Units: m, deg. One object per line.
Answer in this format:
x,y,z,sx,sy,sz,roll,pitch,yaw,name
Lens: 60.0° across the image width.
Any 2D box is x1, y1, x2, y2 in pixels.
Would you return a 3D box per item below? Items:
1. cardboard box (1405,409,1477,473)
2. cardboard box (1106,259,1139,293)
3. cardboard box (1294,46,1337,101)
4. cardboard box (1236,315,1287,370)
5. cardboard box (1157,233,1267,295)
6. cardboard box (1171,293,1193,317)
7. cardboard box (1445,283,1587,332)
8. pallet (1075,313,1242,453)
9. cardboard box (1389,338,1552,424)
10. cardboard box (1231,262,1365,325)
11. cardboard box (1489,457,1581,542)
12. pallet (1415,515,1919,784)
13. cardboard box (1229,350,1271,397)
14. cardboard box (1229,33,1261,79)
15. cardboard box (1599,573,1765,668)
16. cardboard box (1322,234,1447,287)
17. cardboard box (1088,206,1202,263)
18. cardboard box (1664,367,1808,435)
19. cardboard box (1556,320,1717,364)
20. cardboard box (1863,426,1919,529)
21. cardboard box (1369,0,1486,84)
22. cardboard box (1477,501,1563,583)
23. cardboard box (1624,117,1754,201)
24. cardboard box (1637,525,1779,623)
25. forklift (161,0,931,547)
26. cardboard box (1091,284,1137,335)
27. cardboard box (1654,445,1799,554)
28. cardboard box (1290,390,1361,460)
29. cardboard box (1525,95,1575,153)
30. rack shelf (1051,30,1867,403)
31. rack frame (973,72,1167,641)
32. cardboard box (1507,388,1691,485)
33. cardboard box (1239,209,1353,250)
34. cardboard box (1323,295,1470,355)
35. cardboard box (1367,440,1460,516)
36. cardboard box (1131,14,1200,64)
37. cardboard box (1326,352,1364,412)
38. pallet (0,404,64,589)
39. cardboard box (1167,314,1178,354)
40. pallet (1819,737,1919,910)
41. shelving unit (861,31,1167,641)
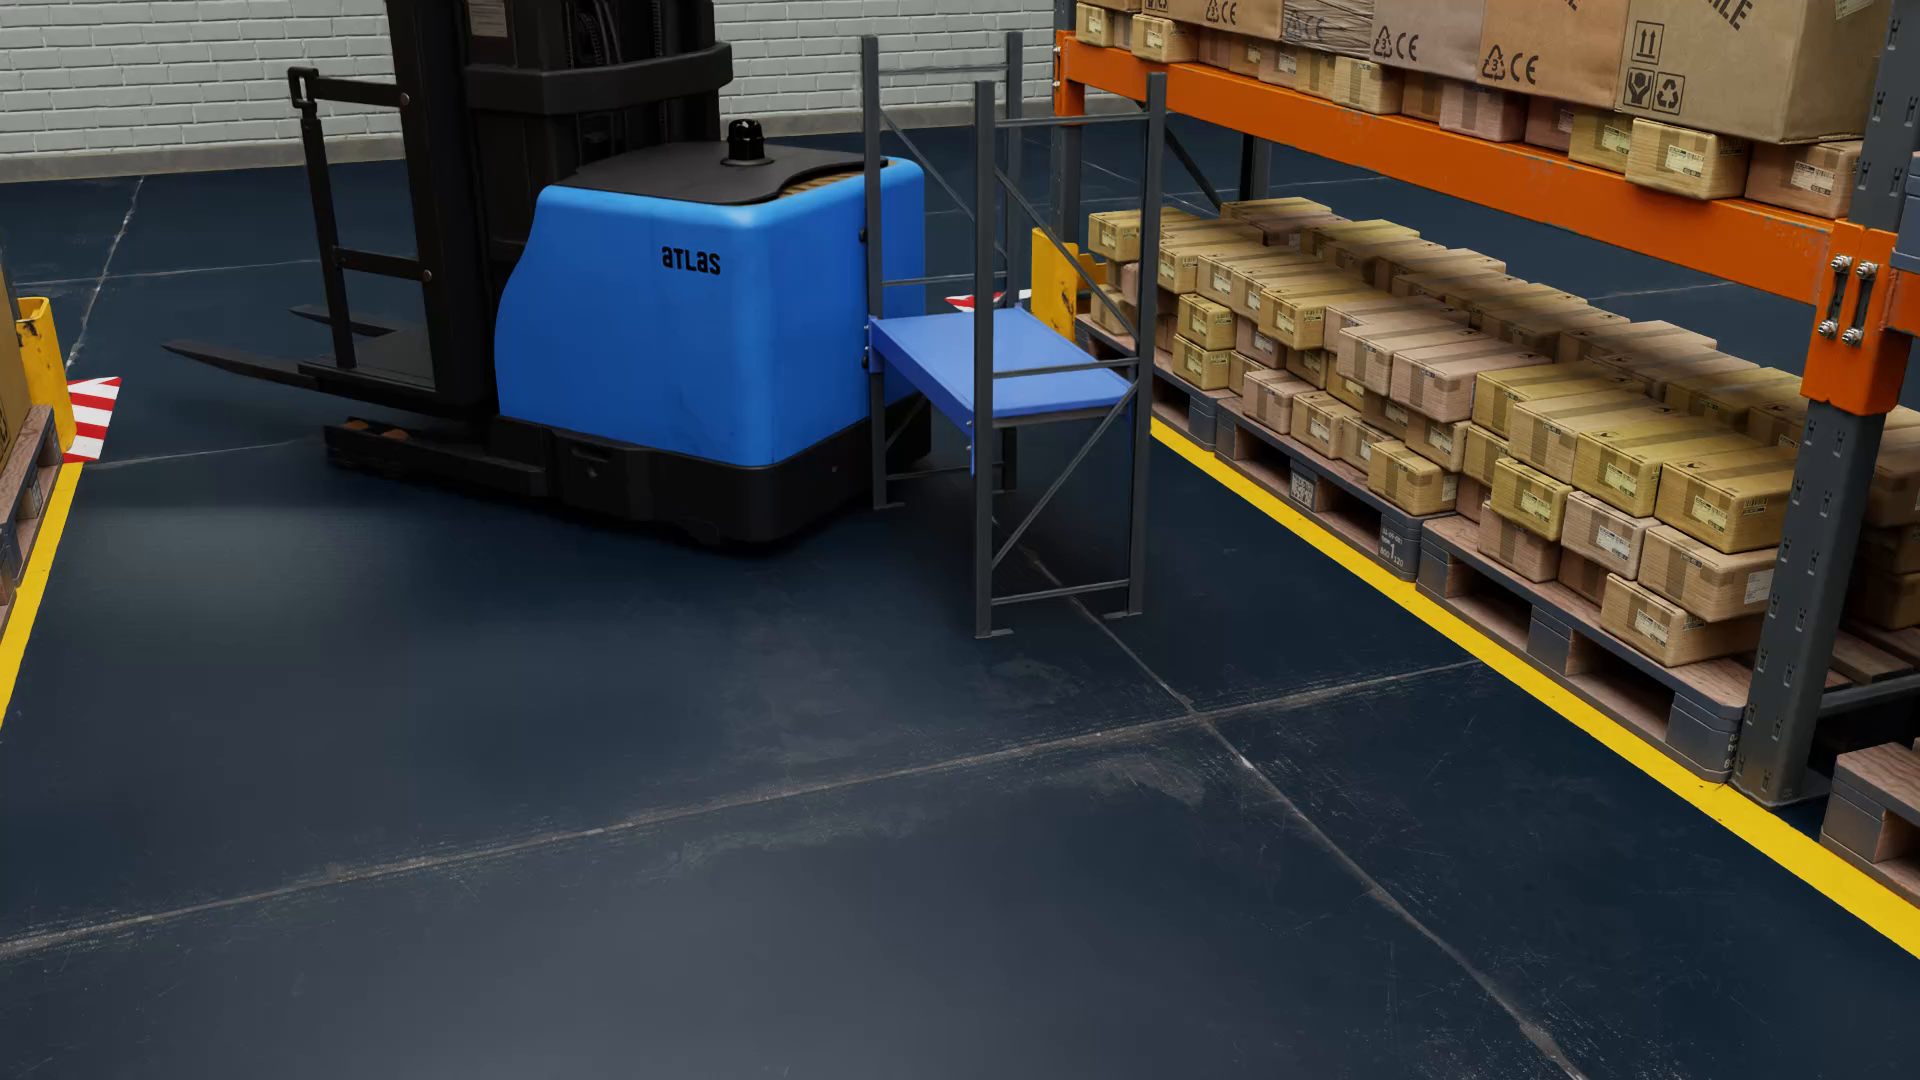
1.552,-0.328,4.913,0.380,0.149,0.250,-8,24,-18,cardboard box
0.816,-1.099,6.742,0.380,0.149,0.250,-7,24,-17,cardboard box
1.277,-1.469,5.198,0.380,0.149,0.250,-7,24,-17,cardboard box
1.201,-0.723,5.851,0.380,0.149,0.250,-10,25,-22,cardboard box
0.917,-1.032,6.200,0.380,0.149,0.250,-8,24,-19,cardboard box
1.029,-0.915,6.305,0.380,0.149,0.250,-8,24,-18,cardboard box
1.828,-0.733,5.491,0.380,0.149,0.250,-8,24,-19,cardboard box
1.152,-0.695,6.627,1.003,0.211,1.213,-8,24,-19,pallet
1.492,-0.469,4.865,0.380,0.149,0.250,-10,25,-22,cardboard box
1.171,-0.851,5.771,0.380,0.149,0.250,-7,24,-17,cardboard box
1.657,-0.133,4.452,0.380,0.149,0.250,-9,25,-21,cardboard box
2.013,0.192,4.524,1.003,0.211,1.213,-8,24,-19,pallet
1.187,-0.592,5.923,0.380,0.149,0.250,-8,24,-19,cardboard box
1.145,-1.660,5.650,0.380,0.149,0.250,-9,24,-20,cardboard box
1.827,0.170,4.114,0.380,0.149,0.250,-8,24,-18,cardboard box
1.572,-1.025,6.185,0.380,0.149,0.250,-9,25,-21,cardboard box
0.738,-1.225,6.657,0.380,0.149,0.250,-10,25,-21,cardboard box
2.179,-0.355,4.594,0.380,0.149,0.250,-9,24,-20,cardboard box
2.052,-0.550,5.058,0.380,0.149,0.250,-8,24,-18,cardboard box
2.356,-0.162,4.136,0.380,0.149,0.250,-7,24,-17,cardboard box
1.492,-1.544,4.540,0.500,0.500,0.500,-8,24,-19,cardboard box
1.659,-0.023,4.572,0.380,0.149,0.250,-9,25,-21,cardboard box
1.771,-0.889,3.820,0.380,0.149,0.250,-9,24,-20,cardboard box
1.875,0.058,3.997,0.380,0.149,0.250,-8,24,-18,cardboard box
-1.638,-1.729,5.579,3.031,2.935,1.130,12,26,27,forklift
0.756,-0.953,6.779,0.380,0.149,0.250,-8,24,-18,cardboard box
1.915,-0.102,3.993,0.380,0.149,0.250,-8,24,-17,cardboard box
1.315,-0.393,5.450,0.380,0.149,0.250,-8,24,-19,cardboard box
1.706,-1.097,4.314,0.380,0.149,0.250,-9,24,-20,cardboard box
1.577,-1.249,5.278,1.077,0.370,4.000,-8,24,-19,rack shelf
0.277,-0.449,4.385,0.500,1.500,0.032,-8,24,-17,rack frame
1.693,-0.279,4.413,0.380,0.149,0.250,-9,24,-19,cardboard box
1.330,-1.205,6.610,0.380,0.149,0.250,-8,24,-18,cardboard box
1.400,-0.671,5.344,0.380,0.149,0.250,-8,24,-19,cardboard box
1.461,-0.206,5.006,0.380,0.149,0.250,-8,24,-19,cardboard box
0.852,-1.837,6.070,0.380,0.149,0.250,-9,24,-20,cardboard box
1.421,-0.531,5.395,0.380,0.149,0.250,-7,24,-16,cardboard box
-3.449,-0.099,5.213,1.003,0.211,1.213,-8,24,-19,pallet
1.020,-0.780,6.368,0.380,0.149,0.250,-8,24,-18,cardboard box
2.560,0.713,3.286,1.003,0.211,1.213,-8,24,-19,pallet
0.113,-0.636,4.828,0.538,1.500,1.048,-8,24,-17,shelving unit
